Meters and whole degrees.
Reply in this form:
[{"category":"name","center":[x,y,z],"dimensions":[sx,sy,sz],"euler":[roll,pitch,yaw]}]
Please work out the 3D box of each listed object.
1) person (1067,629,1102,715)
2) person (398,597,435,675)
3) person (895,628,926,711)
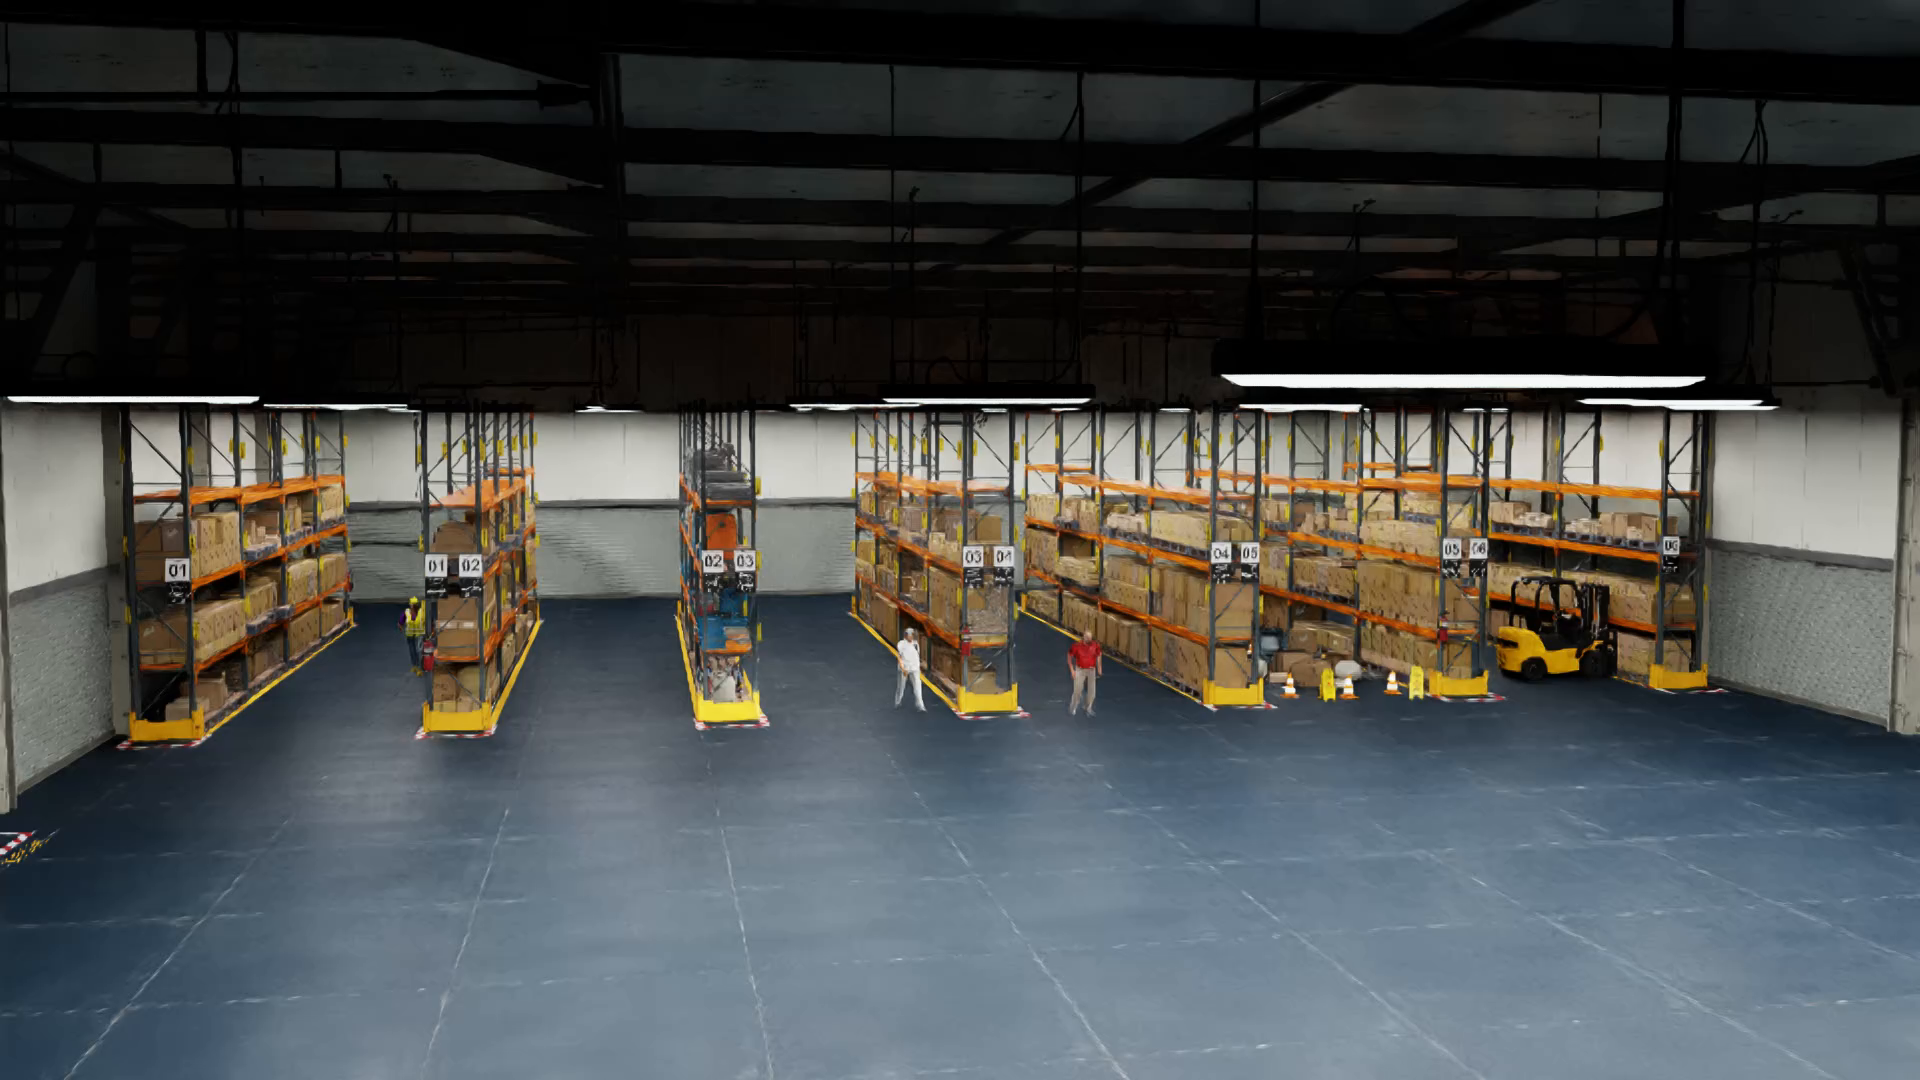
[{"category":"person","center":[2.371,2.506,31.613],"dimensions":[0.682,1.676,0.535],"euler":[-1,4,-13]},{"category":"person","center":[-12.047,2.095,36.813],"dimensions":[0.734,1.697,0.856],"euler":[0,4,-6]},{"category":"person","center":[-0.994,2.484,32.171],"dimensions":[0.490,1.597,0.999],"euler":[-1,5,-18]}]
